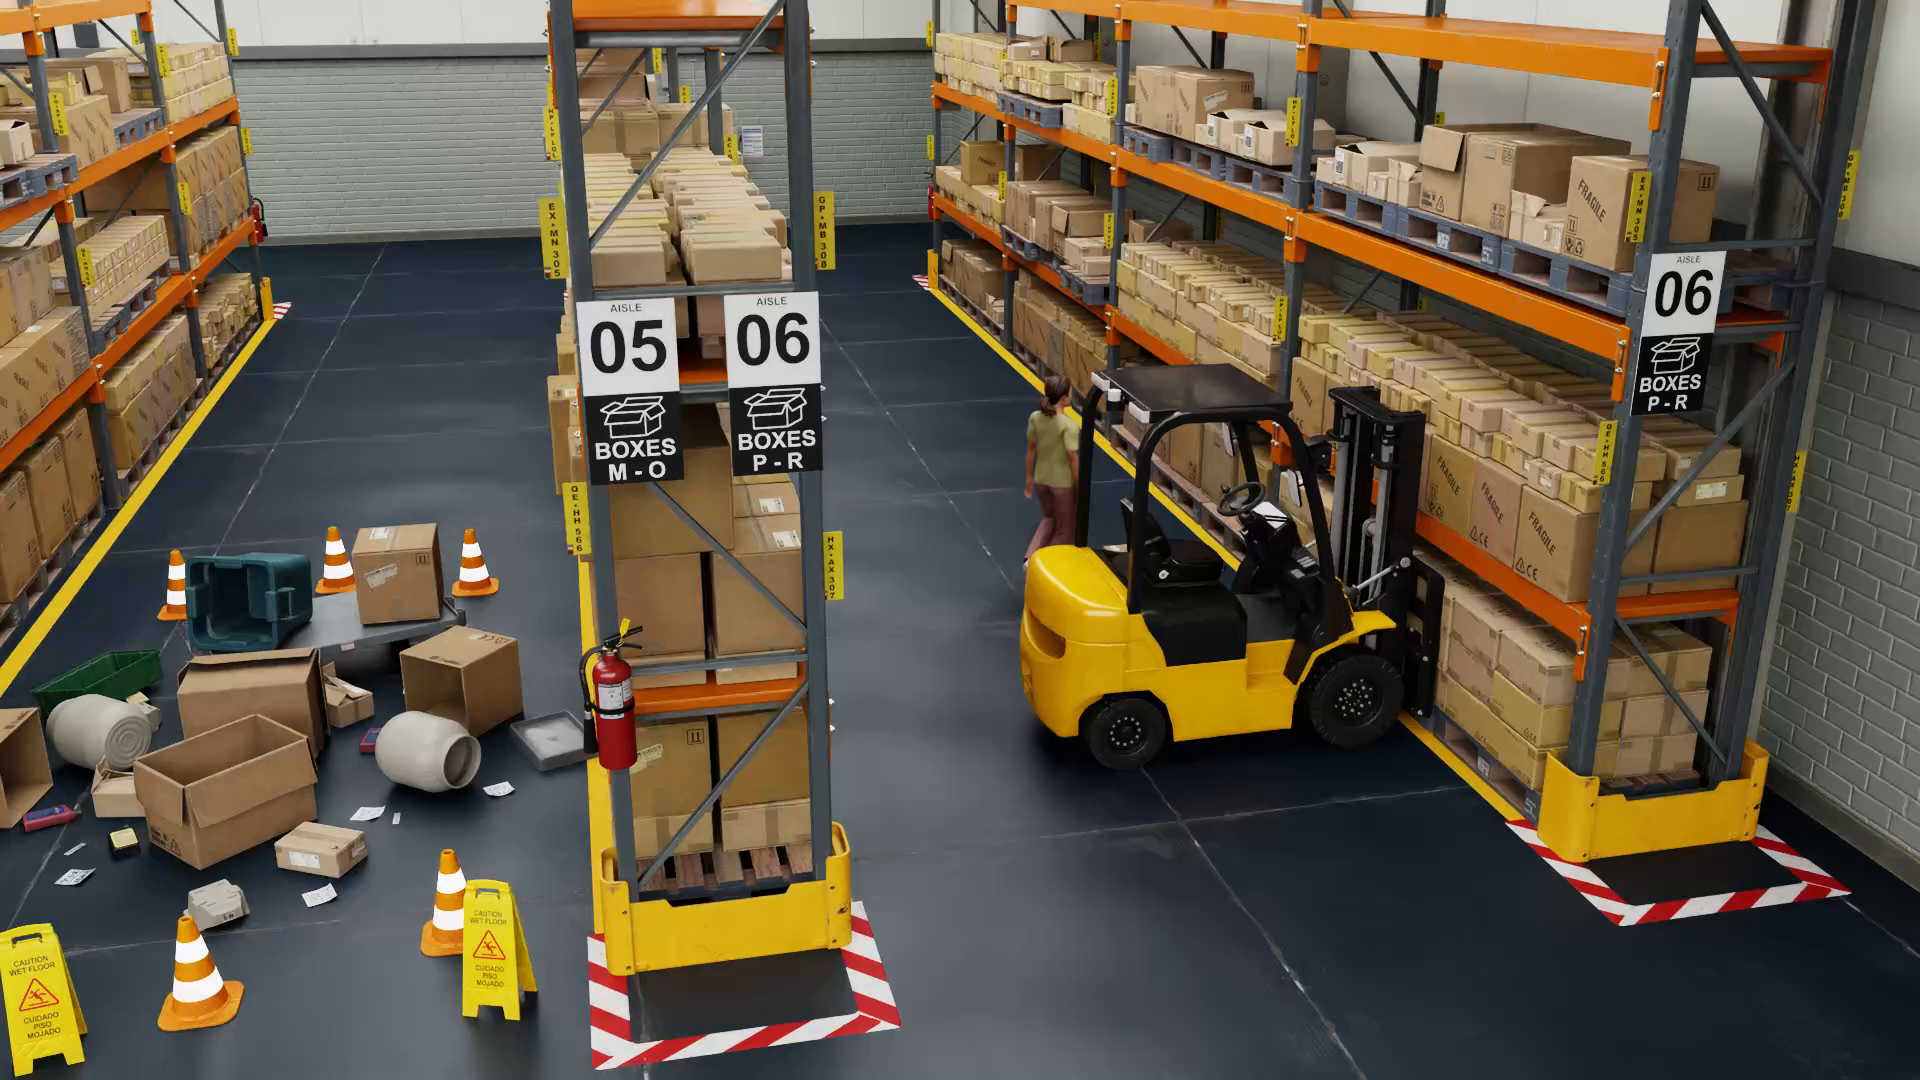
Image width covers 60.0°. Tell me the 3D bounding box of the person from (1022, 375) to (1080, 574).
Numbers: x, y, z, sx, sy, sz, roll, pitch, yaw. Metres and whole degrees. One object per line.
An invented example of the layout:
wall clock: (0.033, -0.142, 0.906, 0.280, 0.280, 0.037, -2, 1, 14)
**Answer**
person: (0.702, -0.398, 12.134, 0.487, 1.664, 0.486, 16, 25, 38)
